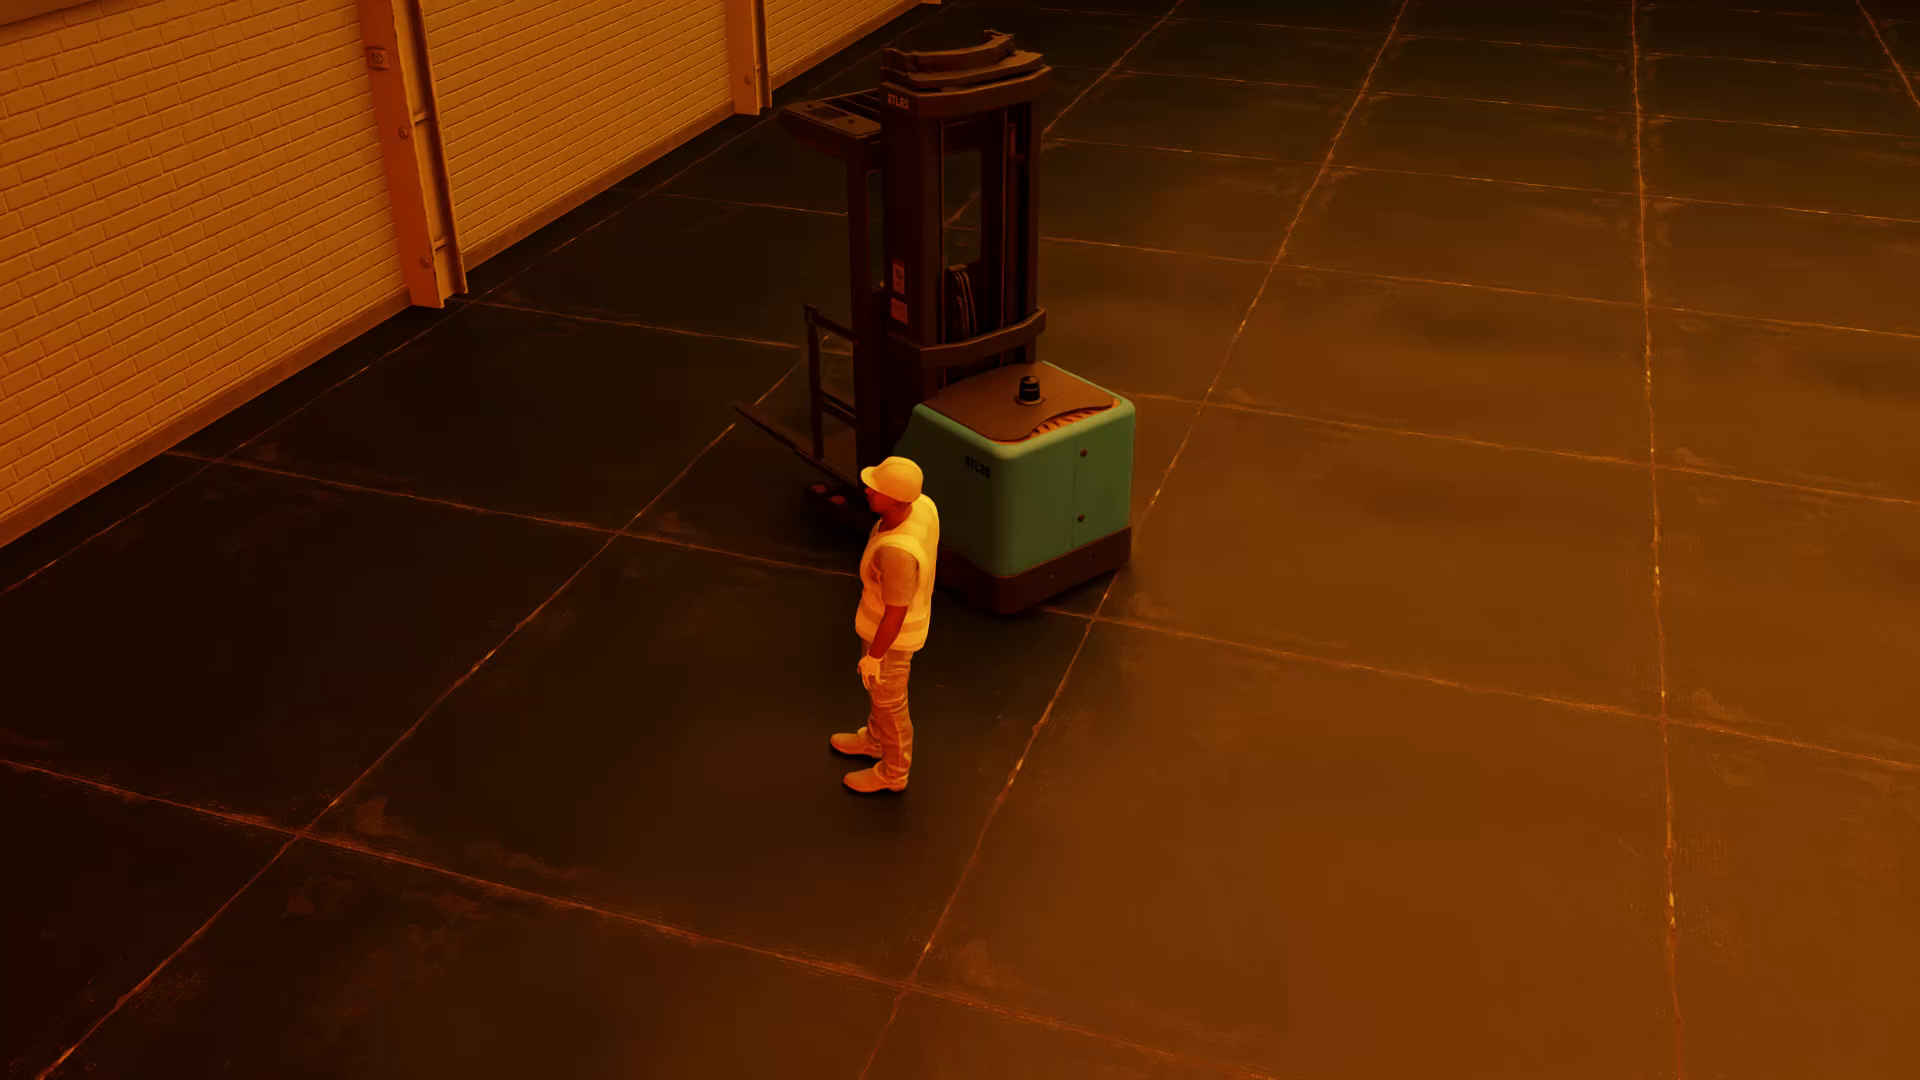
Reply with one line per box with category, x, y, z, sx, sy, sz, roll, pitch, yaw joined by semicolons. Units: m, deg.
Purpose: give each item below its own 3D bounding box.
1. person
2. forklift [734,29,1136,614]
person;-0.390;0.391;7.598;0.578;1.784;0.663;4;30;6
forklift;-0.320;-1.521;9.805;1.130;2.935;3.031;-22;36;-33
